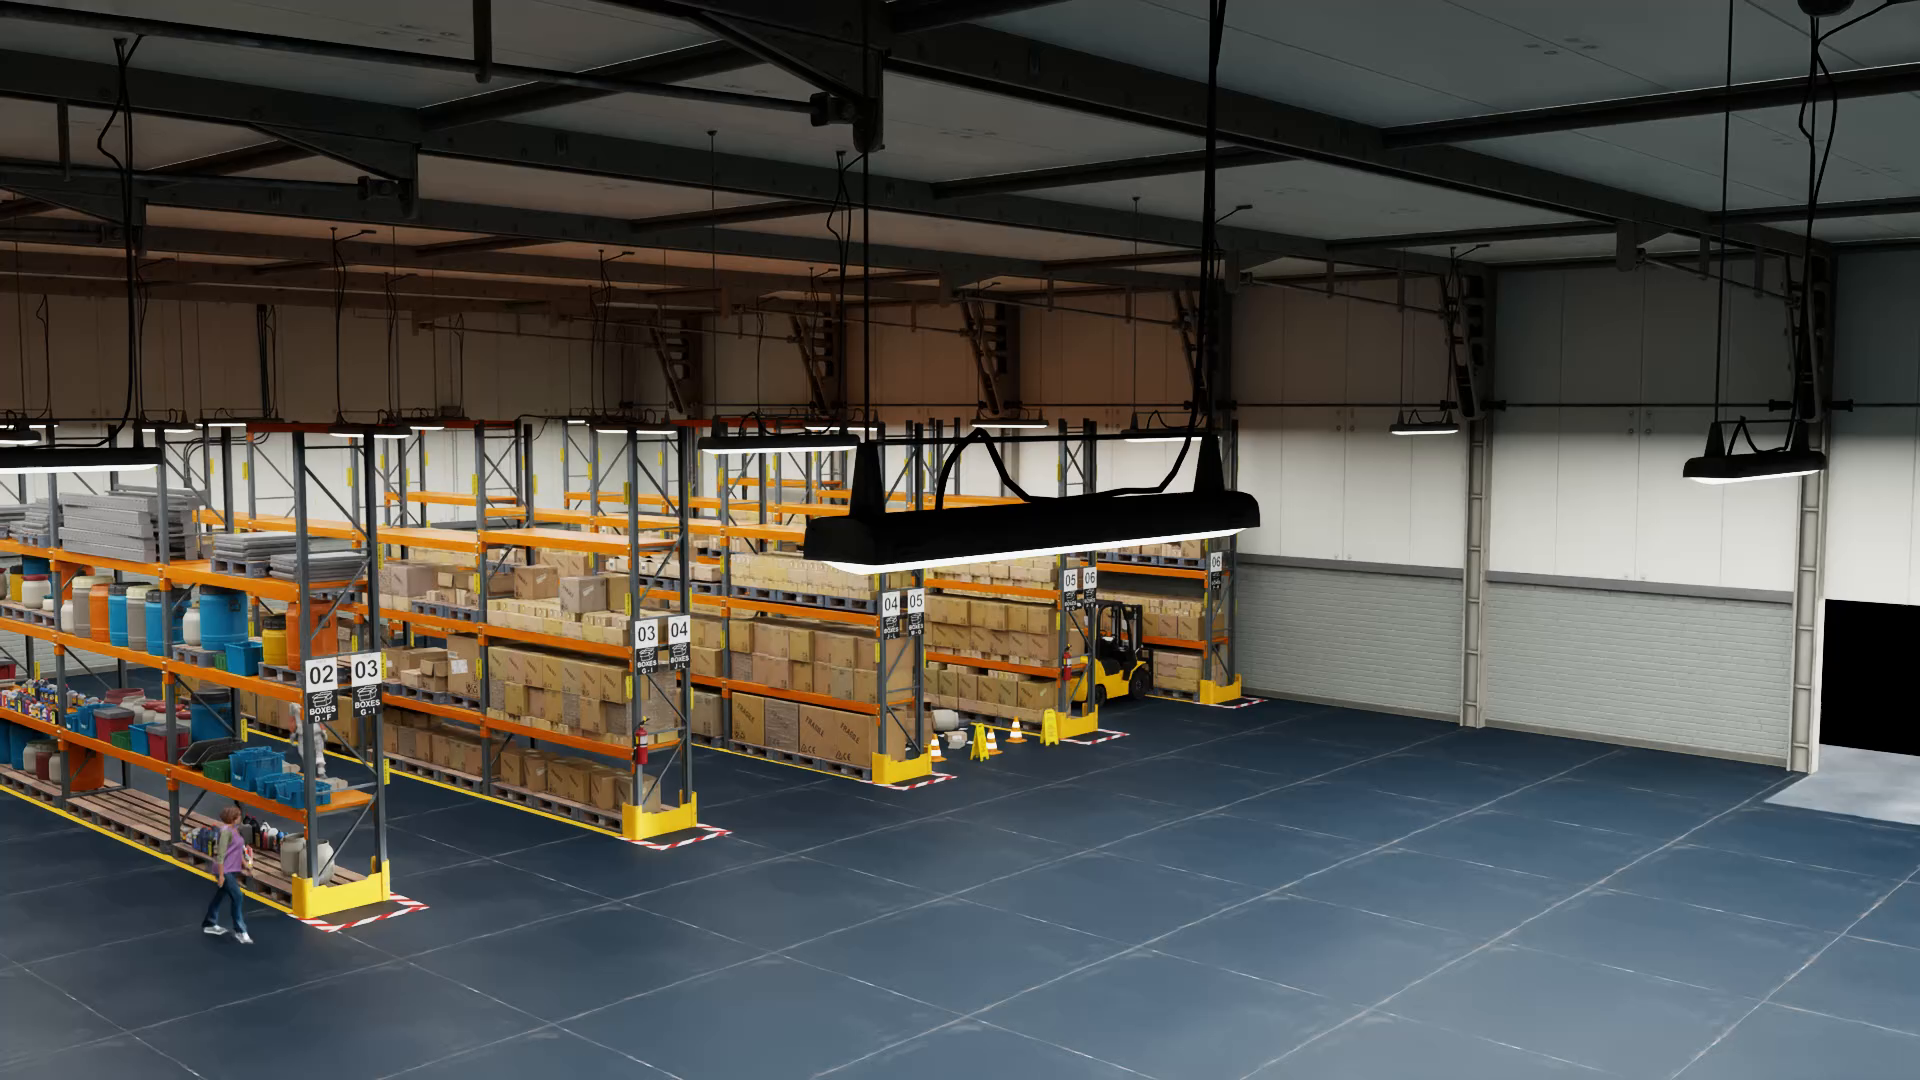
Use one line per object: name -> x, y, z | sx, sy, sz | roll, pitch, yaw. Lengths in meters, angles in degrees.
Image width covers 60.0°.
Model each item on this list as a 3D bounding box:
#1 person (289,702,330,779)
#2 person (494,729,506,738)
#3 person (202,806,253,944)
person -> -10.713, 3.201, 27.376 | 0.576, 1.780, 0.534 | -3, 6, -36
person -> -8.705, 2.929, 31.109 | 1.058, 1.652, 0.625 | 3, 6, 33
person -> -8.666, 3.947, 19.674 | 0.703, 1.628, 0.479 | 0, 5, 5
